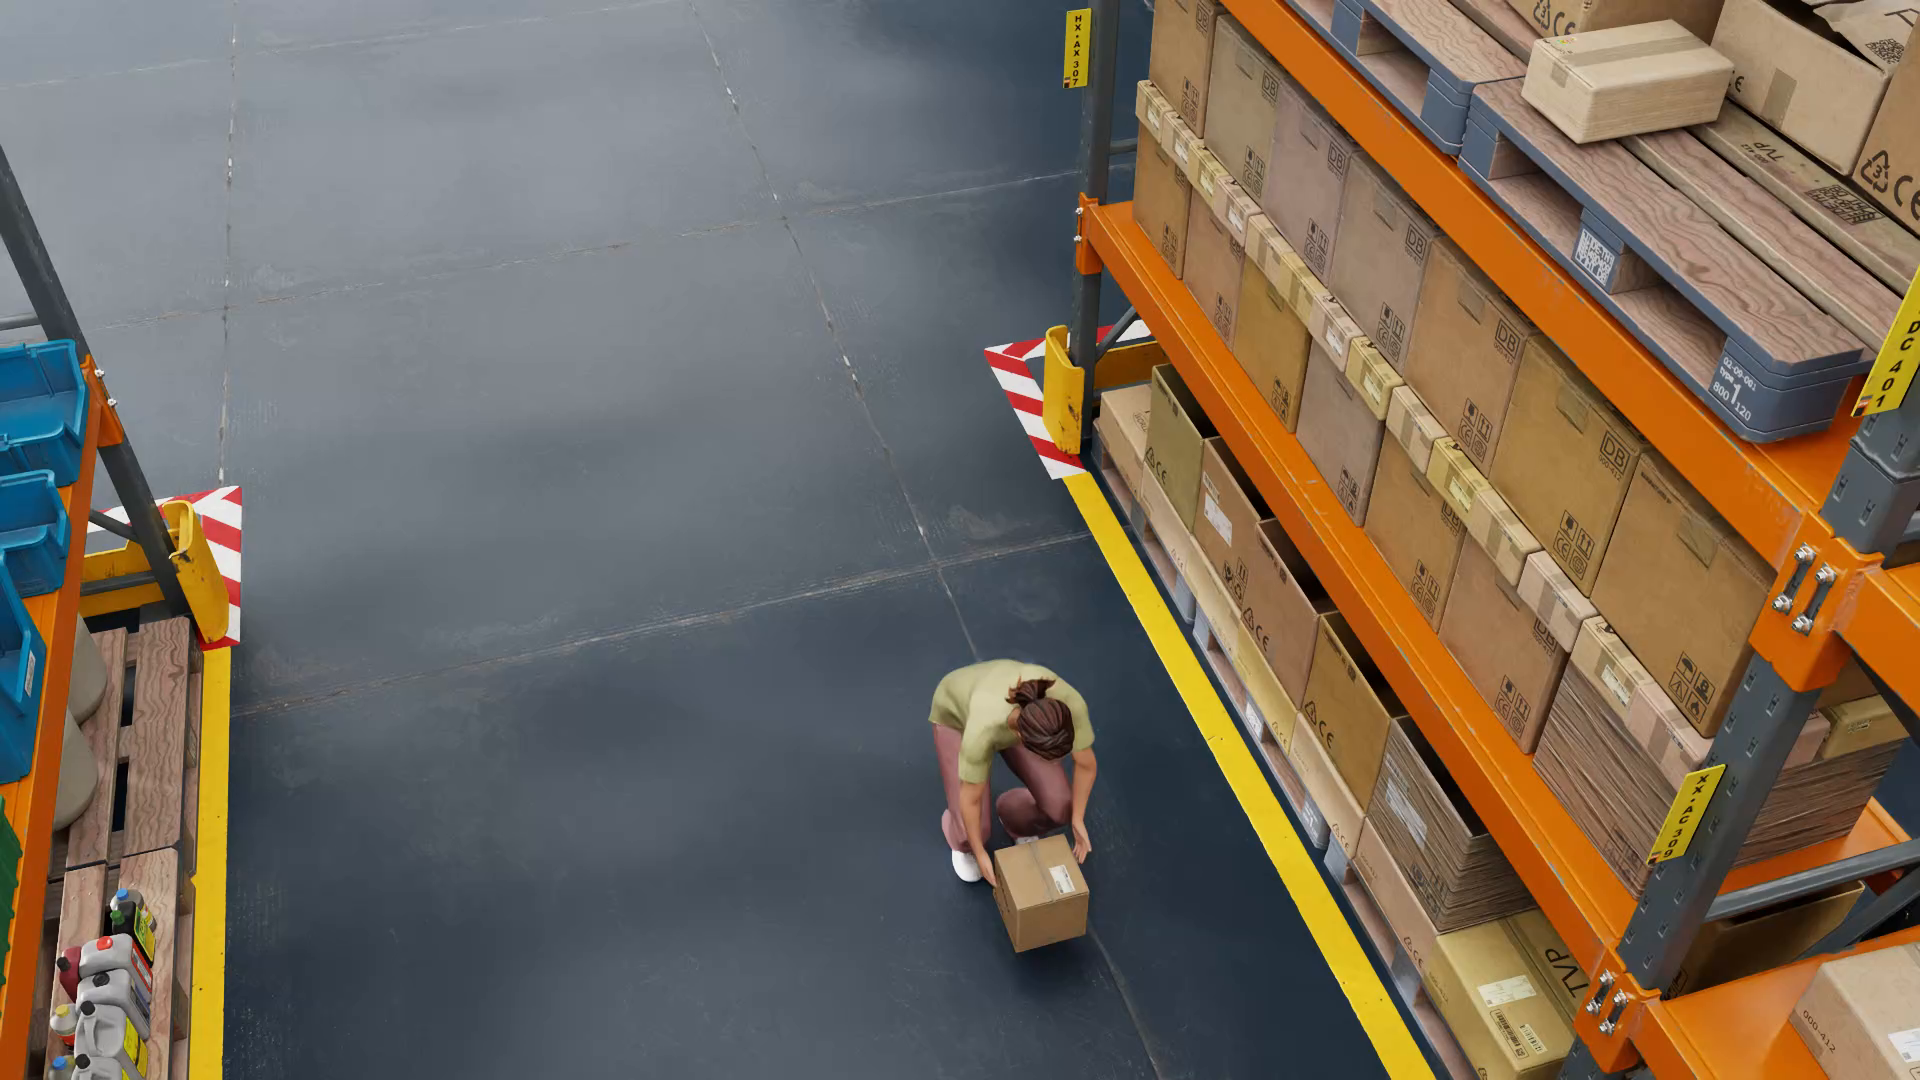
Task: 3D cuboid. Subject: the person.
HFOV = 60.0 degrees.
[{"bbox_3d":[0.183,0.824,5.768,0.495,0.991,0.777,-12,44,-13],"label":"person"}]
